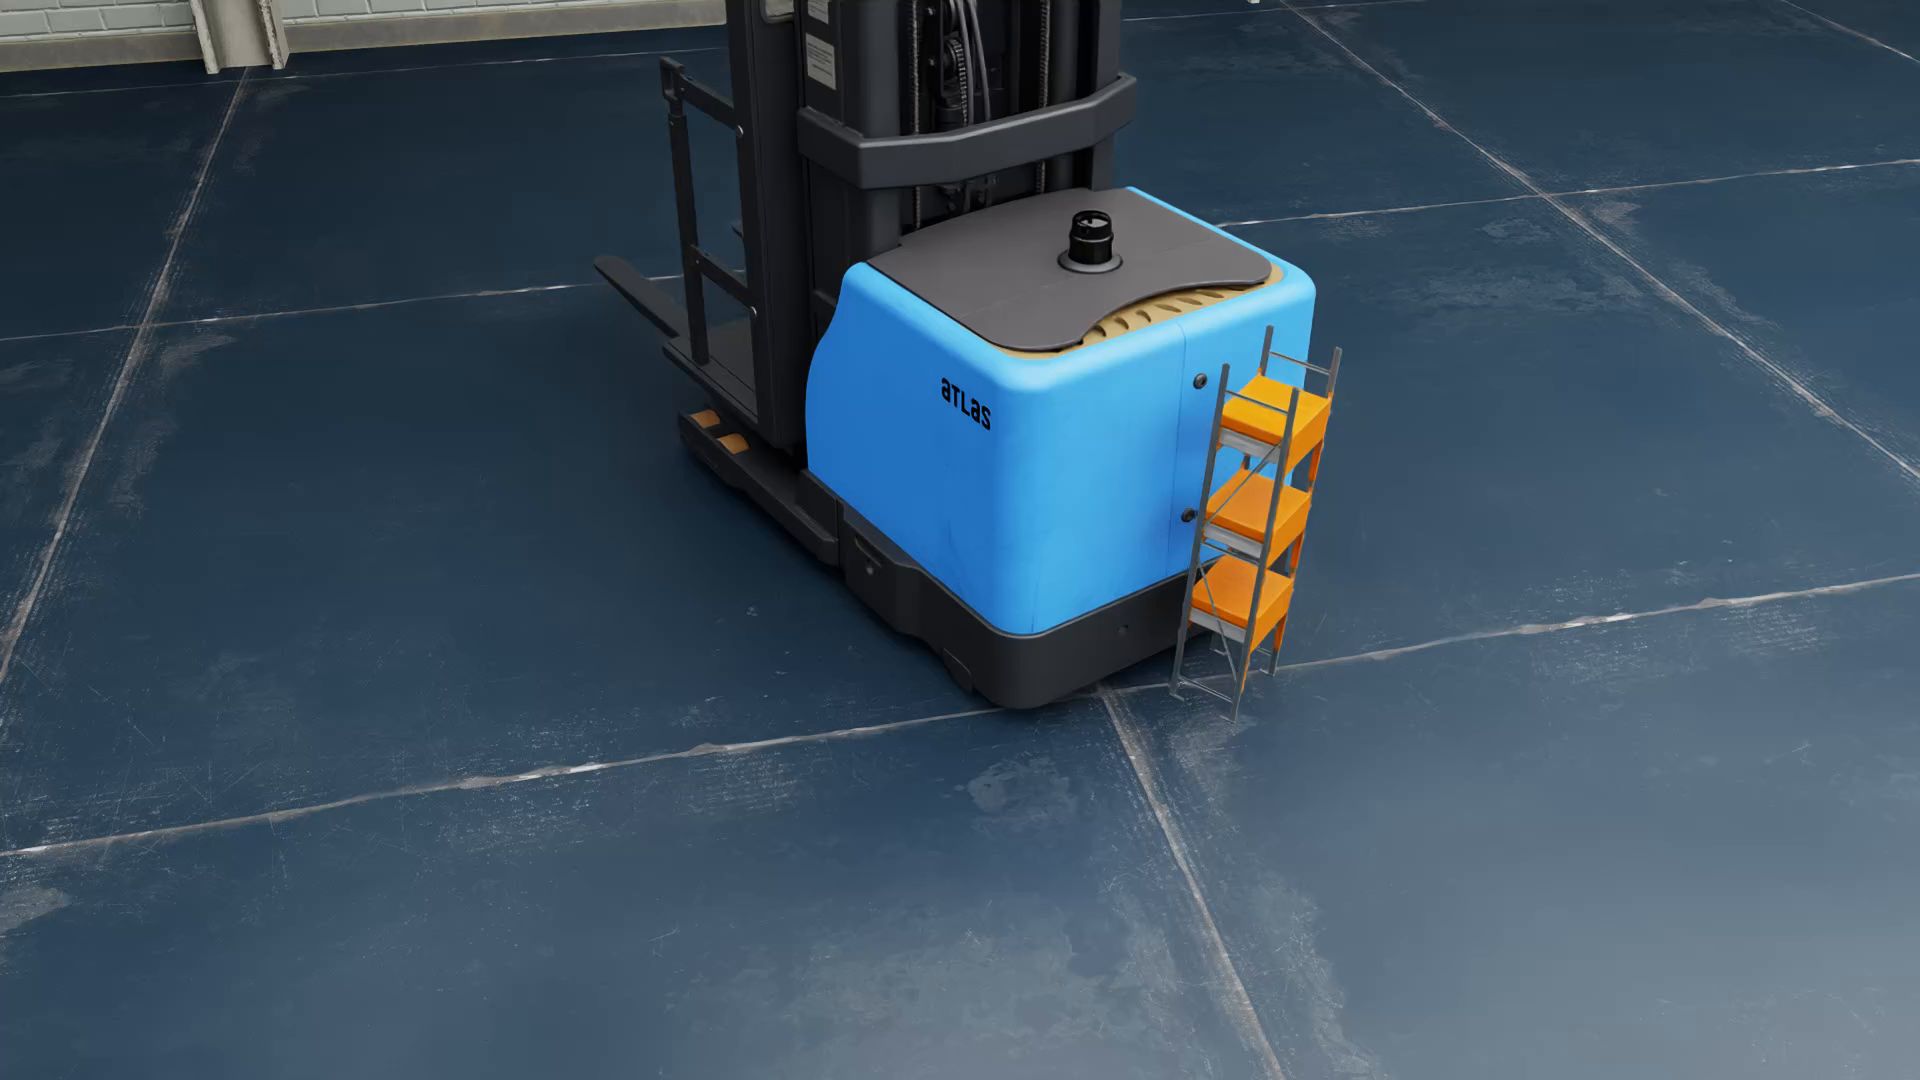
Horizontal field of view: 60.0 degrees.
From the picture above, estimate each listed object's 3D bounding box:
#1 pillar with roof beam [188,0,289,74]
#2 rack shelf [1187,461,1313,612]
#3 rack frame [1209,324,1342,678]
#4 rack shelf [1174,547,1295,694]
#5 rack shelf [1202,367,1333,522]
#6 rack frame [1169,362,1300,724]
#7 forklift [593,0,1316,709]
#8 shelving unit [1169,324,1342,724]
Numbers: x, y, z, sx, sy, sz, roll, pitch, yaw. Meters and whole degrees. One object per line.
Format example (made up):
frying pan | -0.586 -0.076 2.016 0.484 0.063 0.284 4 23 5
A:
pillar with roof beam | -2.975 -4.034 3.185 0.400 9.000 9.100 -7 35 -11
rack shelf | 0.755 -0.011 4.332 0.215 0.259 0.240 24 40 26
rack frame | 0.824 -0.076 4.409 0.200 1.050 0.008 24 40 26
rack shelf | 0.741 0.214 4.494 0.215 0.259 0.240 24 40 26
rack shelf | 0.769 -0.241 4.166 0.215 0.259 0.240 24 40 26
rack frame | 0.687 0.037 4.242 0.200 1.050 0.008 24 40 26
forklift | -0.295 -1.540 4.915 1.130 2.935 3.031 -21 39 -28
shelving unit | 0.755 -0.019 4.326 0.215 1.050 0.252 24 40 26
